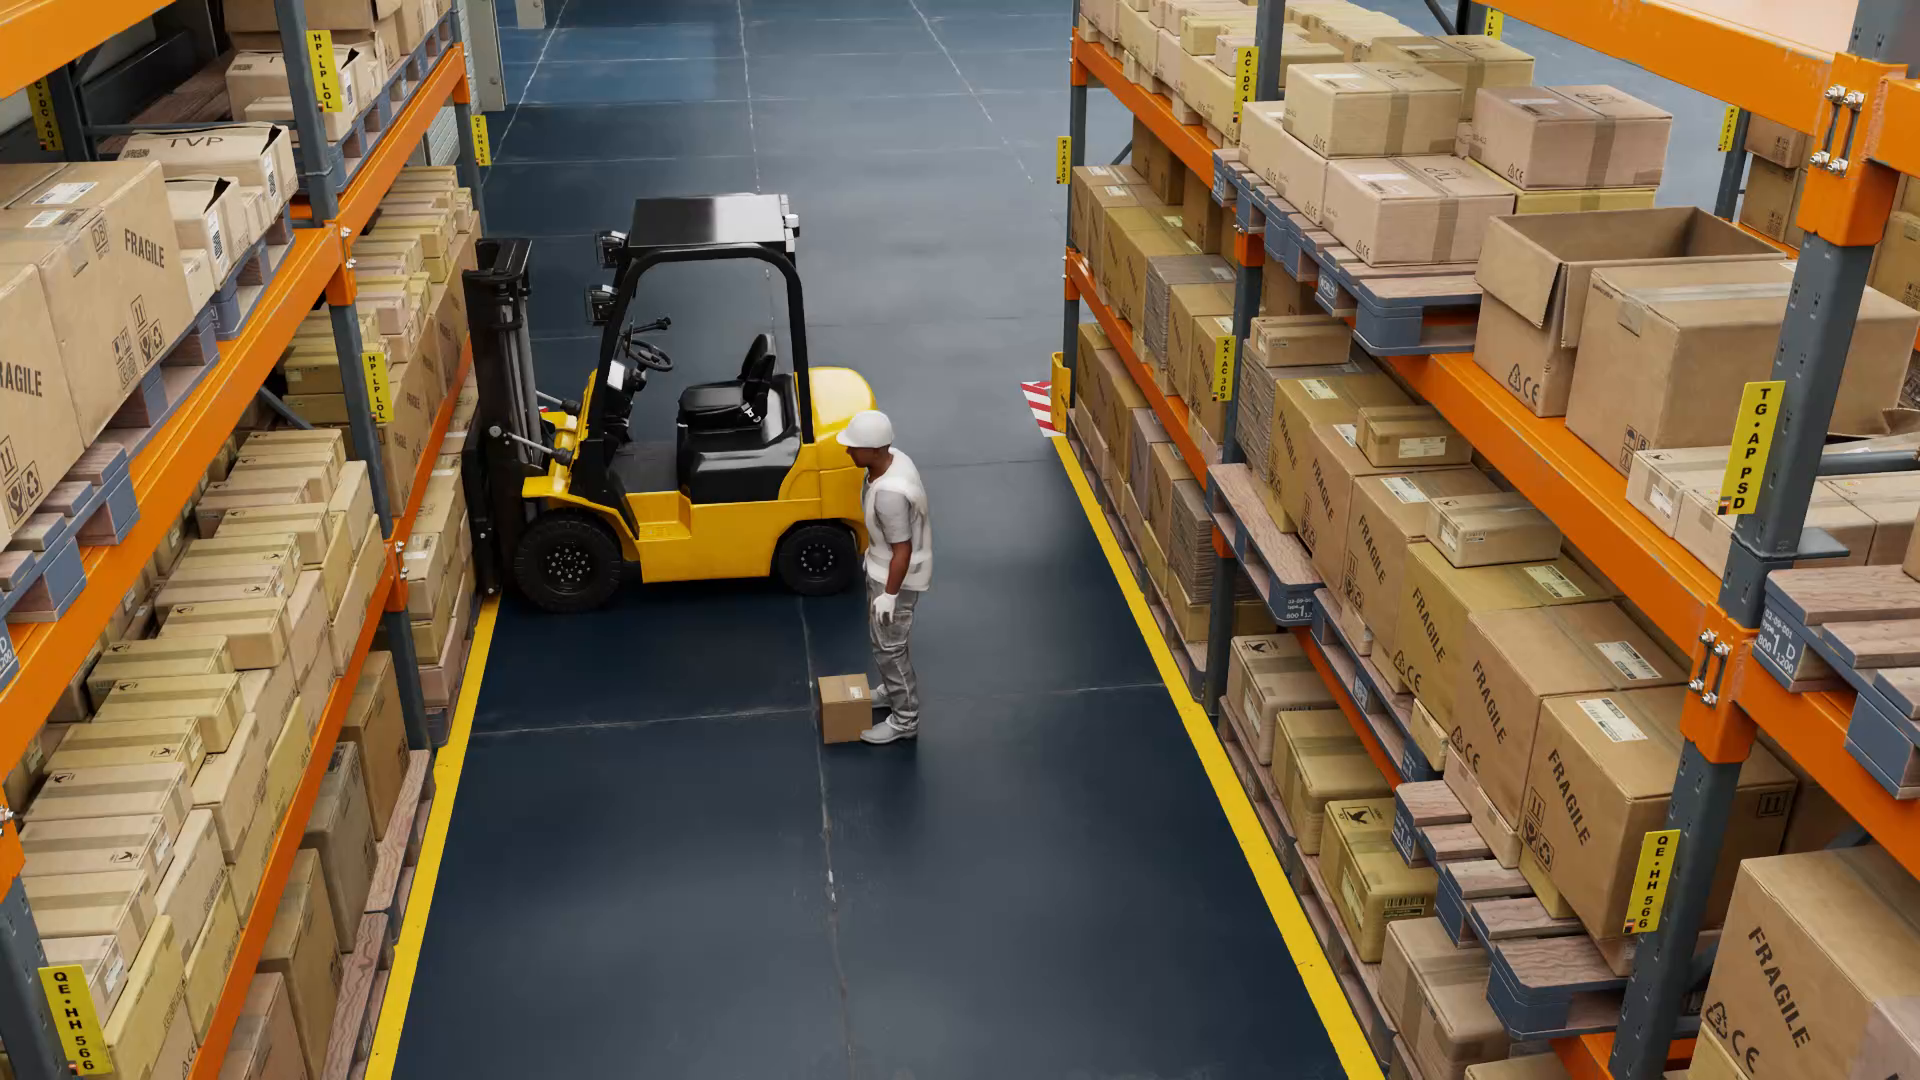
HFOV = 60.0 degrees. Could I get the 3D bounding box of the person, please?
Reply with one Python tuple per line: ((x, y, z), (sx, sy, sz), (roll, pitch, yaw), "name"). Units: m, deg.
((-0.367, 0.169, 8.272), (0.449, 1.774, 0.616), (-4, 27, -7), "person")
